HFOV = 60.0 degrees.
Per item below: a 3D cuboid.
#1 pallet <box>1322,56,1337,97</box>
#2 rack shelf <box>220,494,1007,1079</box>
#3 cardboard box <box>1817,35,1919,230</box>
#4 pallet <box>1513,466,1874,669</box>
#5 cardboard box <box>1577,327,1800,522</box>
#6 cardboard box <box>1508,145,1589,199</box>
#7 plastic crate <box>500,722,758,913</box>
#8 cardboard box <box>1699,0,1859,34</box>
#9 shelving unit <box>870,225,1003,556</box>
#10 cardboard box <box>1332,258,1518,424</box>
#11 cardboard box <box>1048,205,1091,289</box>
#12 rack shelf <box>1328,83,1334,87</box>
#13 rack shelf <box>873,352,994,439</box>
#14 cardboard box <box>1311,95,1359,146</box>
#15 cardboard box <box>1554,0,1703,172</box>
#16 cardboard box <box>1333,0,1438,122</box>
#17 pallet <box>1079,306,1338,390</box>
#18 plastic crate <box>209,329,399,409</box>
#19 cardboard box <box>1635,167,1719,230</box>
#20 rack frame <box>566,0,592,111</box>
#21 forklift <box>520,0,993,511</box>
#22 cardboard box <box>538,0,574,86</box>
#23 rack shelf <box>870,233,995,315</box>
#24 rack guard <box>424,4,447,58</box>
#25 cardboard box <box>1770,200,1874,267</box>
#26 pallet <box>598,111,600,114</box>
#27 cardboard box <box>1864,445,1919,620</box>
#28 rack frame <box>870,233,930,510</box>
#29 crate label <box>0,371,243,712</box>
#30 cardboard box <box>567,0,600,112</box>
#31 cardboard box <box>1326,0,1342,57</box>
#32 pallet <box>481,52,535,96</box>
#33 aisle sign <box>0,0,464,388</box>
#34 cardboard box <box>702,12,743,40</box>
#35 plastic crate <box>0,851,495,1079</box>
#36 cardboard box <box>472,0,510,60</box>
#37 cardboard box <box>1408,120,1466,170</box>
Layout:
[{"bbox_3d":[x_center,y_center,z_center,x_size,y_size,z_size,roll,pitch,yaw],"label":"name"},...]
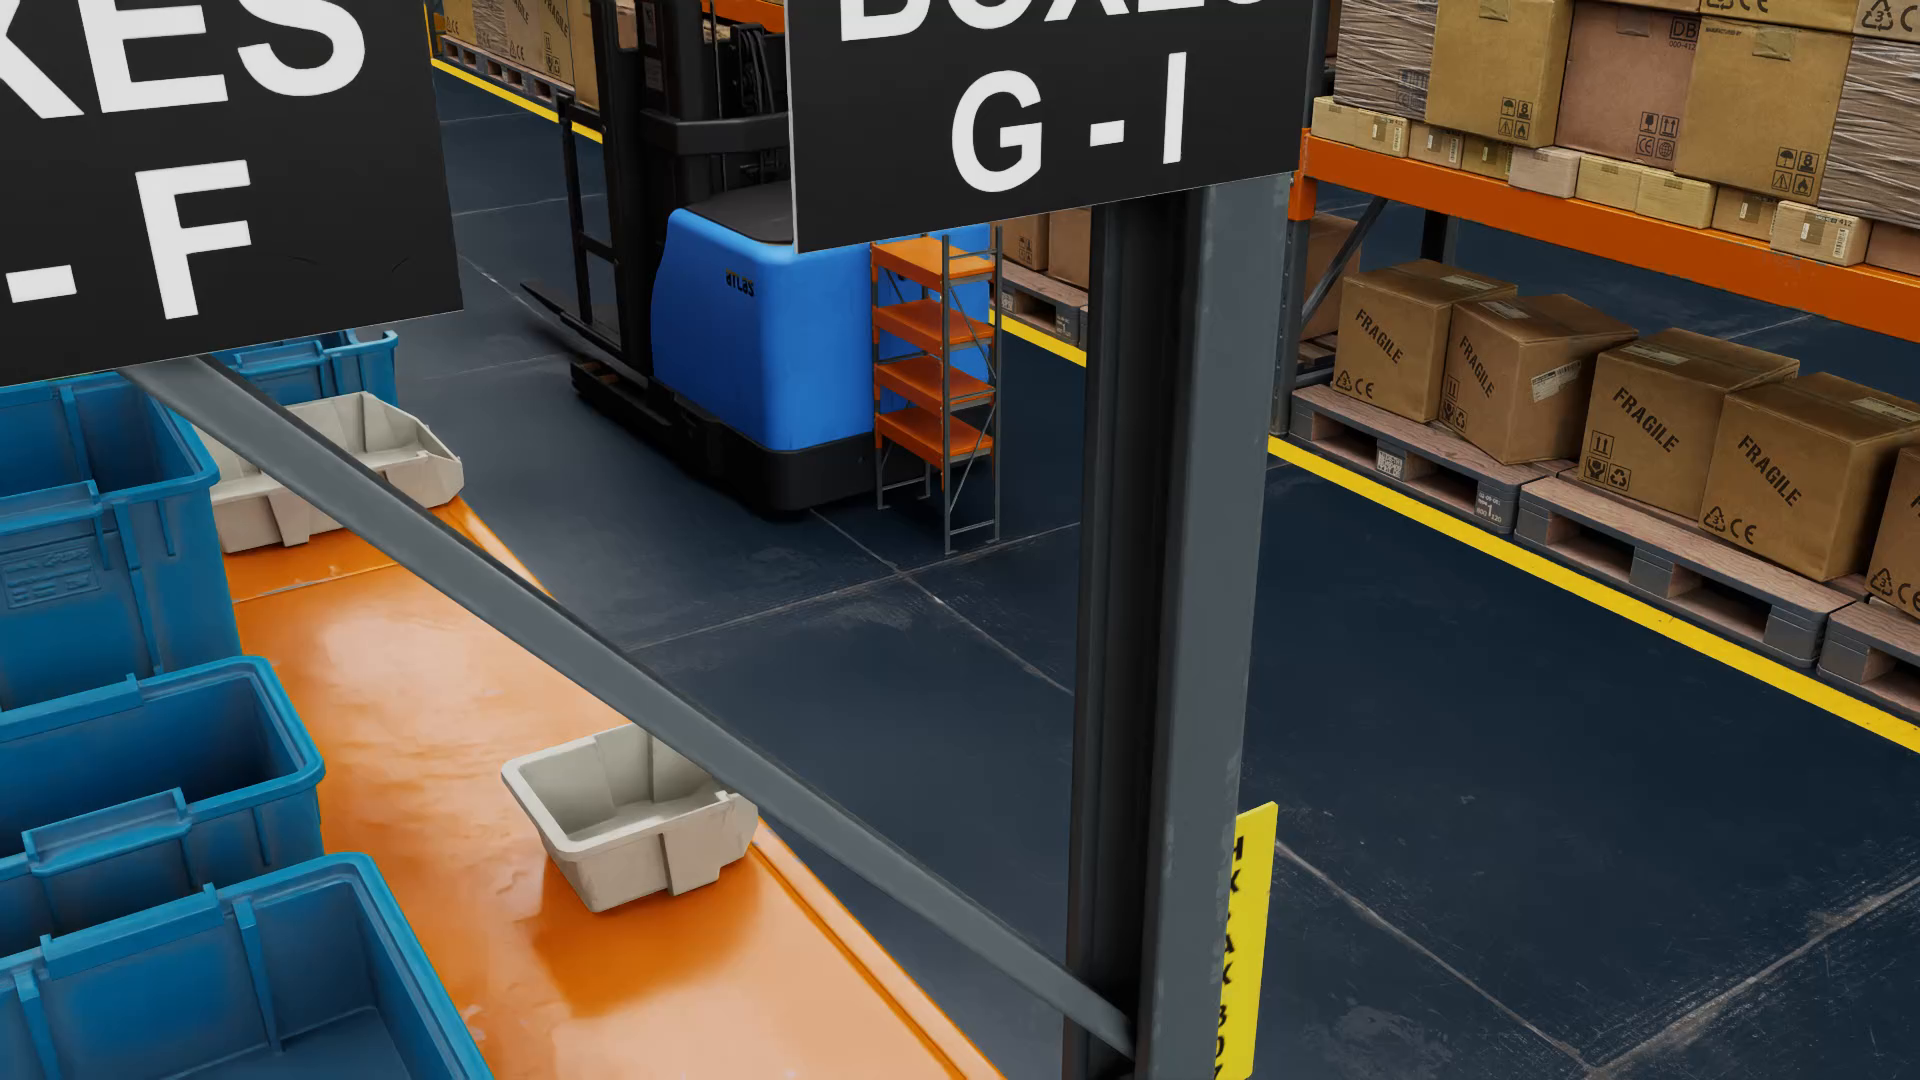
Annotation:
[{"bbox_3d":[1.456,-2.155,7.527,1.003,0.211,1.213,-16,29,-30],"label":"pallet"},{"bbox_3d":[-1.307,0.260,3.028,1.077,0.370,4.000,-16,29,-30],"label":"rack shelf"},{"bbox_3d":[3.047,-1.227,4.870,0.875,0.500,0.500,-16,29,-30],"label":"cardboard box"},{"bbox_3d":[2.818,-0.005,6.014,1.003,0.211,1.213,-16,29,-30],"label":"pallet"},{"bbox_3d":[2.660,-0.435,6.094,0.500,0.500,0.500,-19,31,-34],"label":"cardboard box"},{"bbox_3d":[2.148,-1.313,5.811,0.380,0.149,0.250,-16,29,-30],"label":"cardboard box"},{"bbox_3d":[-0.434,0.374,2.252,0.298,0.136,0.250,-16,29,-30],"label":"plastic crate"},{"bbox_3d":[2.613,-1.813,4.940,0.500,0.500,0.500,-16,29,-30],"label":"cardboard box"},{"bbox_3d":[-0.090,-0.602,6.119,0.258,1.200,0.503,-16,29,-30],"label":"shelving unit"},{"bbox_3d":[1.936,-0.842,6.956,0.500,0.500,0.500,-17,30,-31],"label":"cardboard box"},{"bbox_3d":[0.884,-1.603,8.545,0.700,0.500,0.500,-18,31,-34],"label":"cardboard box"},{"bbox_3d":[0.659,-2.325,8.504,1.077,0.370,4.000,-16,29,-30],"label":"rack shelf"},{"bbox_3d":[-0.090,-0.541,6.148,0.258,0.148,0.480,-16,29,-30],"label":"rack shelf"},{"bbox_3d":[1.617,-1.674,6.577,0.380,0.149,0.250,-16,29,-30],"label":"cardboard box"},{"bbox_3d":[2.546,-1.597,5.653,0.875,0.500,0.500,-16,29,-30],"label":"cardboard box"},{"bbox_3d":[1.945,-1.939,6.379,0.875,0.500,0.500,-16,29,-30],"label":"cardboard box"},{"bbox_3d":[1.325,-0.952,8.019,1.003,0.211,1.213,-16,29,-30],"label":"pallet"},{"bbox_3d":[-1.567,-0.381,3.717,0.499,0.251,0.616,-16,29,-30],"label":"plastic crate"},{"bbox_3d":[2.447,-1.141,5.447,0.380,0.149,0.250,-16,29,-30],"label":"cardboard box"},{"bbox_3d":[-2.616,-4.796,12.896,1.000,3.000,0.127,-16,29,-30],"label":"rack frame"},{"bbox_3d":[-1.123,-2.010,7.075,1.130,2.935,3.031,-17,30,-31],"label":"forklift"},{"bbox_3d":[-2.909,-4.280,13.800,0.875,0.875,0.875,-16,29,-30],"label":"cardboard box"},{"bbox_3d":[-0.090,-0.957,5.952,0.258,0.148,0.480,-16,29,-30],"label":"rack shelf"},{"bbox_3d":[-4.813,-5.105,16.479,1.175,0.500,0.348,-16,29,-30],"label":"rack guard"},{"bbox_3d":[2.699,-0.956,5.057,0.380,0.149,0.250,-16,29,-30],"label":"cardboard box"},{"bbox_3d":[-2.132,-3.277,12.944,1.003,0.211,1.213,-16,29,-30],"label":"pallet"},{"bbox_3d":[3.253,0.003,5.166,0.500,0.500,0.500,-8,26,-16],"label":"cardboard box"},{"bbox_3d":[-0.224,-0.689,6.304,0.240,1.200,0.015,-16,29,-30],"label":"rack frame"},{"bbox_3d":[-1.446,0.039,2.613,0.502,0.435,0.616,-16,29,-30],"label":"crate label"},{"bbox_3d":[-2.250,-3.801,12.785,1.225,0.875,0.875,-15,29,-29],"label":"cardboard box"},{"bbox_3d":[1.435,-2.713,7.288,1.000,1.000,1.000,-15,29,-29],"label":"cardboard box"},{"bbox_3d":[-3.636,-4.262,15.032,1.003,0.211,1.213,-16,29,-30],"label":"pallet"},{"bbox_3d":[-0.425,-0.431,0.603,0.394,0.787,0.004,-16,29,-30],"label":"aisle sign"},{"bbox_3d":[-1.272,-3.167,11.442,1.225,0.875,0.875,-15,29,-29],"label":"cardboard box"},{"bbox_3d":[-0.739,0.608,1.623,0.499,0.251,0.616,-16,29,-30],"label":"plastic crate"},{"bbox_3d":[-3.886,-4.920,15.156,0.875,0.875,0.875,-16,29,-30],"label":"cardboard box"},{"bbox_3d":[1.902,-1.499,6.206,0.380,0.149,0.250,-16,29,-30],"label":"cardboard box"}]
